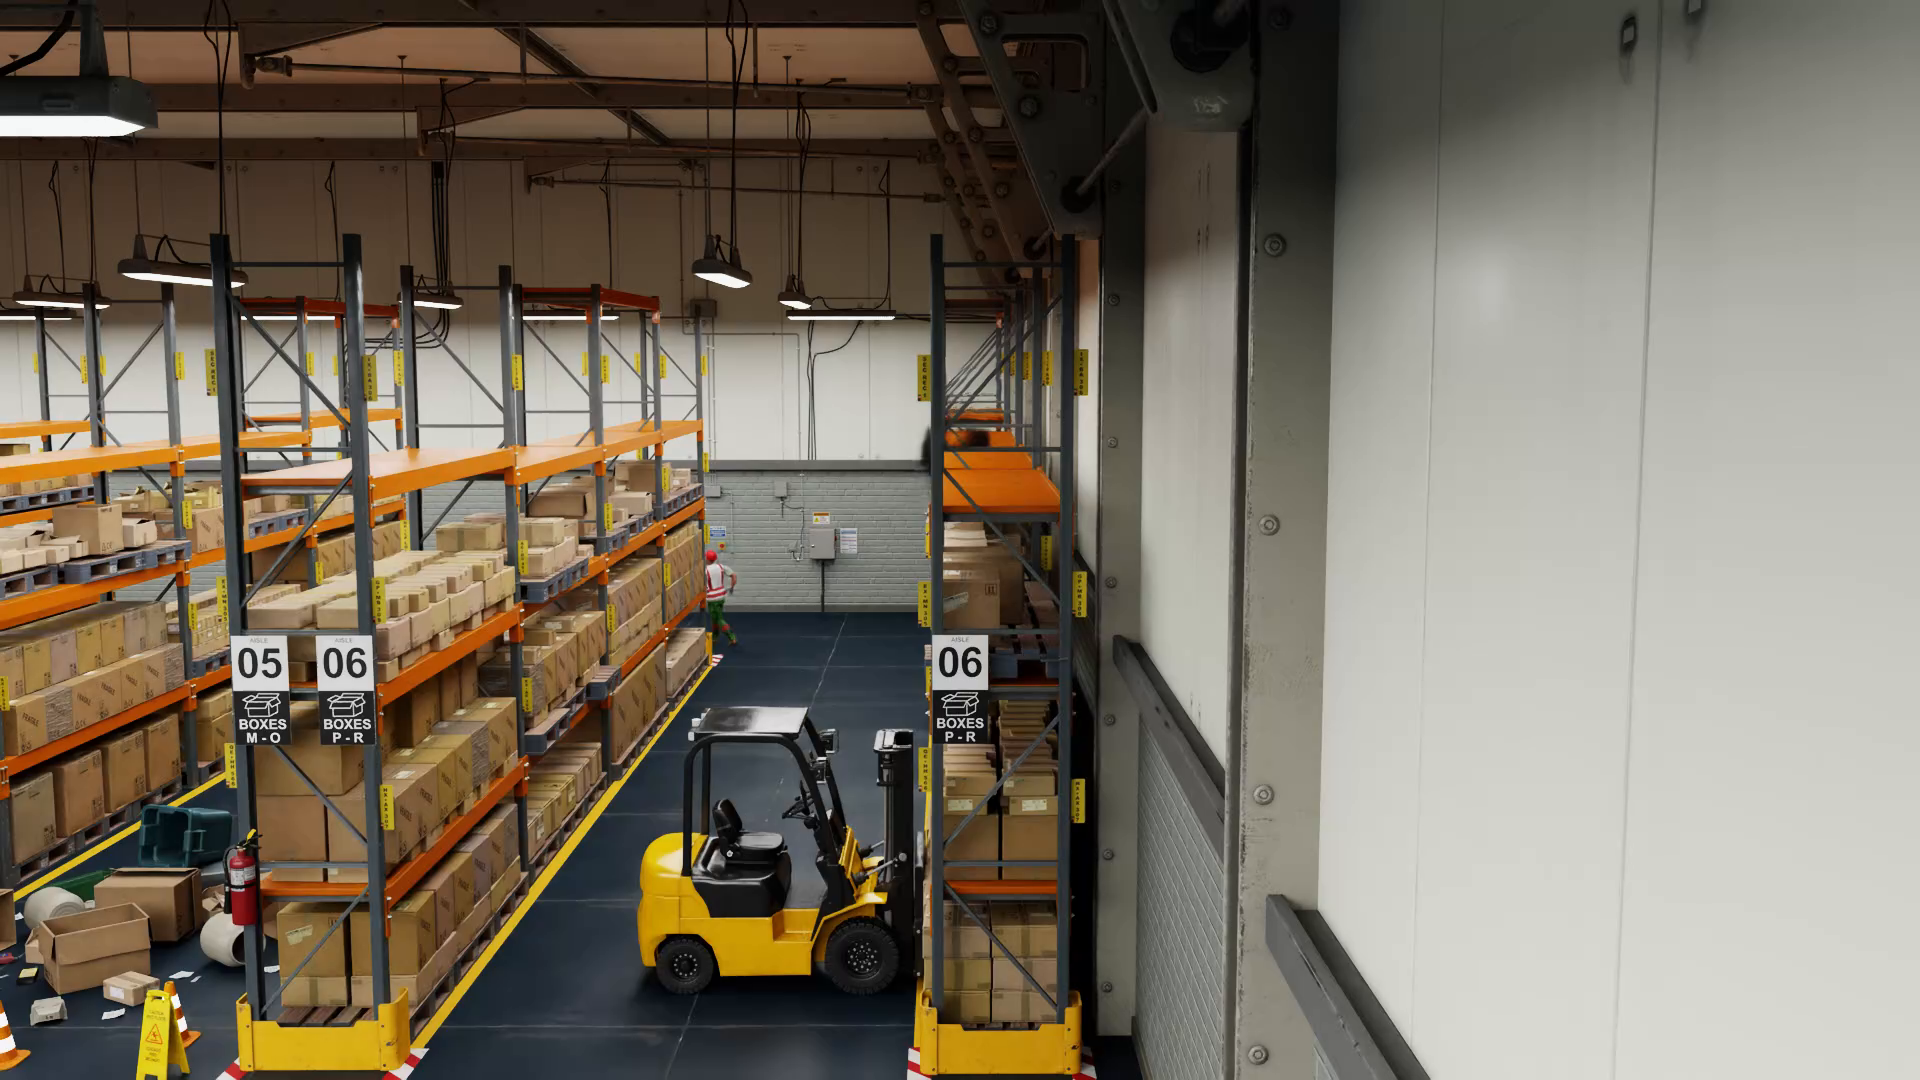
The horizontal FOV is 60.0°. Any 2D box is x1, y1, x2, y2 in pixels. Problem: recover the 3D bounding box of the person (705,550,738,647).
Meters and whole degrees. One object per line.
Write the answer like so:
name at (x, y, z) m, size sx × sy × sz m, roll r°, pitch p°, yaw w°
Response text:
person at (-4.328, 1.033, 29.273) m, size 0.993 × 1.746 × 0.709 m, roll 6°, pitch 9°, yaw 45°
